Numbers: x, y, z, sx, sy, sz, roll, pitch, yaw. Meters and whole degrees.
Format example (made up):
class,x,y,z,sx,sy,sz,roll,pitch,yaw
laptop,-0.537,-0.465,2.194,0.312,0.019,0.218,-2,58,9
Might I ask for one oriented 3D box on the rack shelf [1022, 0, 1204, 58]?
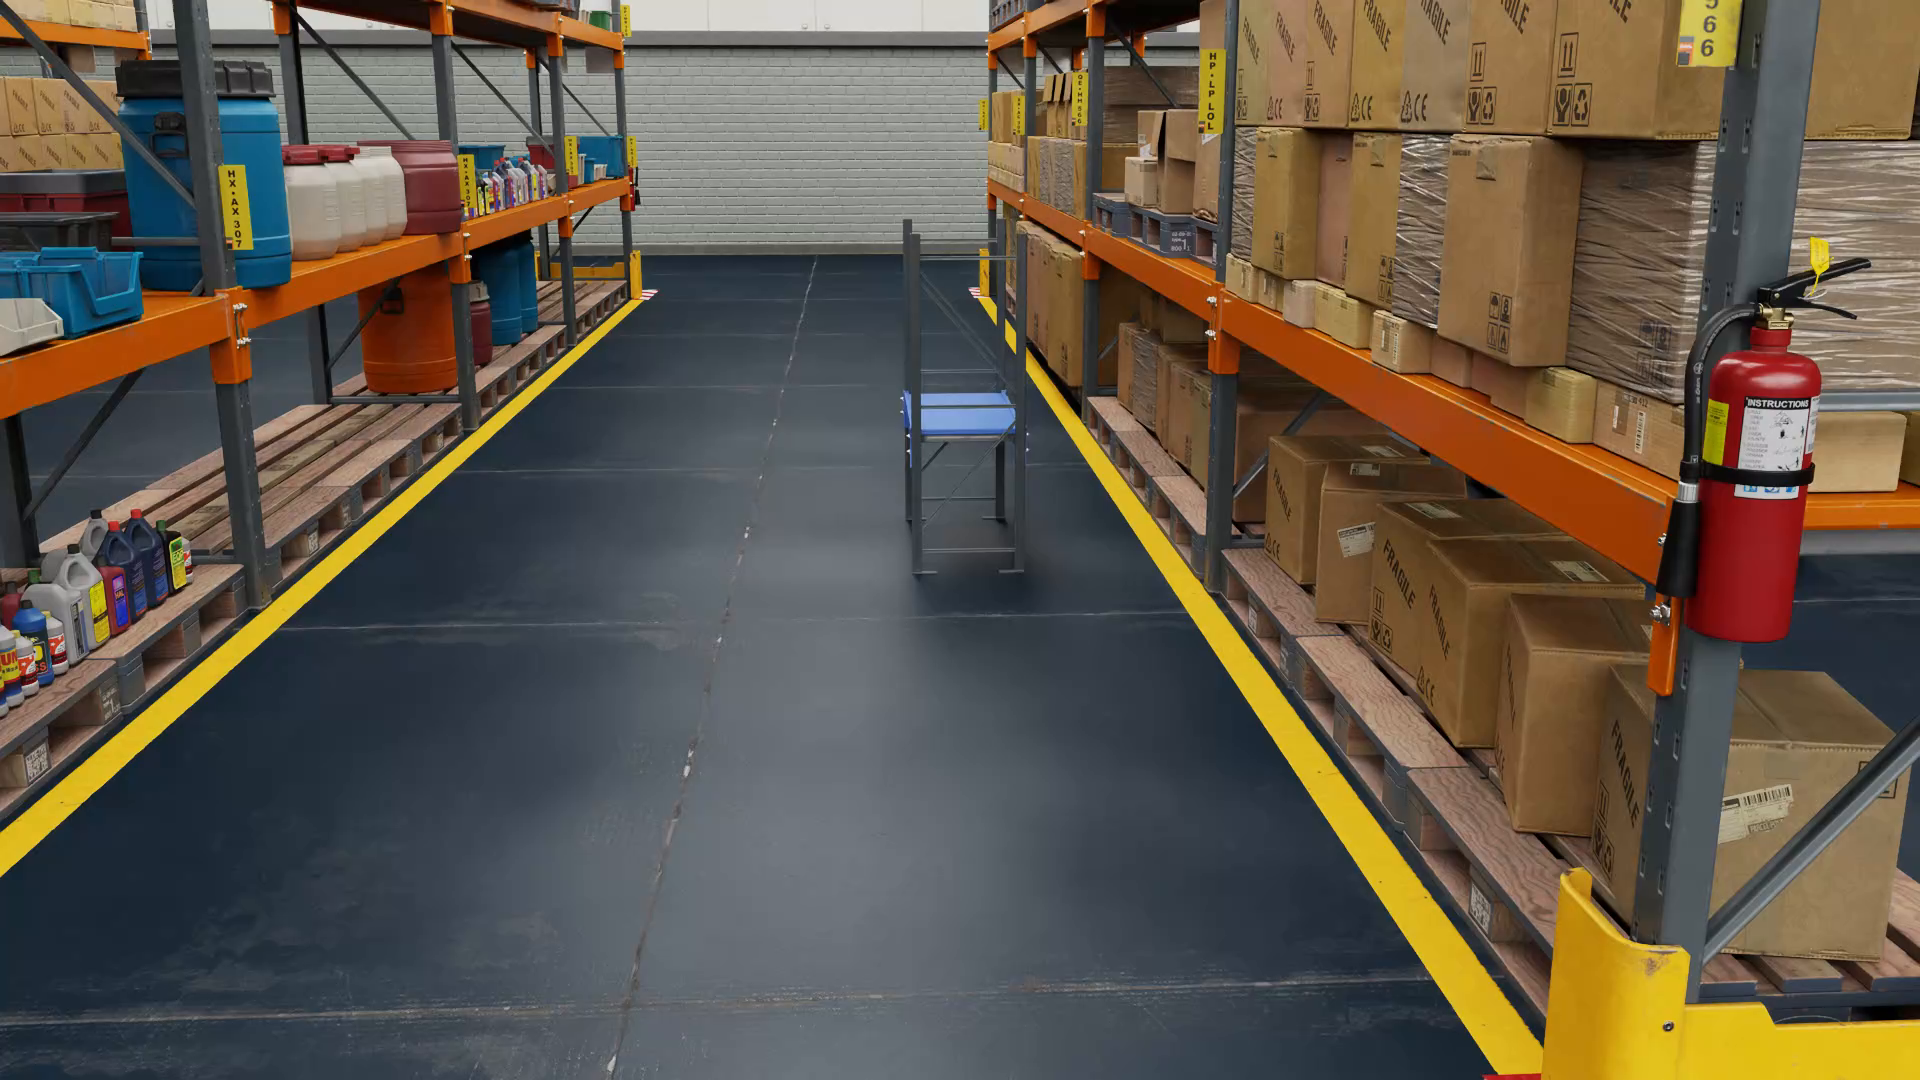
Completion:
class,x,y,z,sx,sy,sz,roll,pitch,yaw
rack shelf,1.188,-3.834,12.333,1.077,0.370,4.000,-1,14,-3

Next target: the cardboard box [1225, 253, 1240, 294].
class,x,y,z,sx,sy,sz,roll,pitch,yaw
cardboard box,1.272,-1.058,6.623,0.380,0.149,0.250,-1,14,-3

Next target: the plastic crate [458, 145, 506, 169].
class,x,y,z,sx,sy,sz,roll,pitch,yaw
plastic crate,-4.249,-3.283,14.679,0.392,0.384,0.575,-1,14,-3

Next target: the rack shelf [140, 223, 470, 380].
class,x,y,z,sx,sy,sz,roll,pitch,yaw
rack shelf,-3.508,-1.310,8.543,1.077,0.370,4.000,-1,14,-3

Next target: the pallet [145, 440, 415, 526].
class,x,y,z,sx,sy,sz,roll,pitch,yaw
pallet,-3.550,-0.310,8.807,1.003,0.211,1.213,-1,14,-3

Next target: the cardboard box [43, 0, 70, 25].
class,x,y,z,sx,sy,sz,roll,pitch,yaw
cardboard box,-8.698,-4.953,15.540,0.500,0.250,0.500,-1,14,-3

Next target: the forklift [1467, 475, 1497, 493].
class,x,y,z,sx,sy,sz,roll,pitch,yaw
forklift,3.386,-1.655,8.575,1.130,2.935,3.031,0,14,0

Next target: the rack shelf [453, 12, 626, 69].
class,x,y,z,sx,sy,sz,roll,pitch,yaw
rack shelf,-4.004,-4.753,15.902,1.077,0.370,4.000,-1,14,-3

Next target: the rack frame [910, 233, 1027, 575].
class,x,y,z,sx,sy,sz,roll,pitch,yaw
rack frame,0.037,-0.579,7.266,0.500,1.500,0.032,-1,14,-3

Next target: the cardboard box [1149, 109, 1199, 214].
class,x,y,z,sx,sy,sz,roll,pitch,yaw
cardboard box,1.360,-1.921,8.423,0.797,0.503,0.637,1,14,2

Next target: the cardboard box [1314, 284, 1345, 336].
class,x,y,z,sx,sy,sz,roll,pitch,yaw
cardboard box,1.374,-0.748,5.416,0.380,0.149,0.250,-1,14,-3

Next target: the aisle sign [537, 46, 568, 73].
class,x,y,z,sx,sy,sz,roll,pitch,yaw
aisle sign,-4.429,-5.418,17.848,0.394,0.787,0.004,-1,14,-3

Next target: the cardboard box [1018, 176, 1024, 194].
class,x,y,z,sx,sy,sz,roll,pitch,yaw
cardboard box,0.718,-3.177,14.857,0.380,0.149,0.250,-1,14,-3

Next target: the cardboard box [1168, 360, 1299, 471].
class,x,y,z,sx,sy,sz,roll,pitch,yaw
cardboard box,1.497,-0.651,8.672,0.700,0.500,0.500,-2,15,-8

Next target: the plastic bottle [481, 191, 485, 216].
class,x,y,z,sx,sy,sz,roll,pitch,yaw
plastic bottle,-3.353,-2.350,11.539,0.097,0.201,0.097,0,14,0

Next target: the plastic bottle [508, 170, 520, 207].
class,x,y,z,sx,sy,sz,roll,pitch,yaw
plastic bottle,-3.456,-2.690,12.712,0.152,0.276,0.135,-1,14,-3

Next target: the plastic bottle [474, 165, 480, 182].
class,x,y,z,sx,sy,sz,roll,pitch,yaw
plastic bottle,-3.571,-2.594,12.187,0.144,0.351,0.185,-1,14,-3

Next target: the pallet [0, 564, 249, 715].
class,x,y,z,sx,sy,sz,roll,pitch,yaw
pallet,-3.384,0.357,6.216,1.003,0.211,1.213,-1,14,-3

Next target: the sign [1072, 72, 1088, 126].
class,x,y,z,sx,sy,sz,roll,pitch,yaw
sign,0.758,-2.784,10.503,0.100,0.325,0.005,-1,14,-3

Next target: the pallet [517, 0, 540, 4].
class,x,y,z,sx,sy,sz,roll,pitch,yaw
pallet,-3.660,-4.037,12.055,1.003,0.211,1.213,-1,14,-3

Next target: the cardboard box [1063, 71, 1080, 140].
class,x,y,z,sx,sy,sz,roll,pitch,yaw
cardboard box,1.197,-3.278,12.532,0.797,0.503,0.637,0,14,-2

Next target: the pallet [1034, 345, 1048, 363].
class,x,y,z,sx,sy,sz,roll,pitch,yaw
pallet,1.187,-1.686,14.157,1.003,0.211,1.213,-1,14,-3

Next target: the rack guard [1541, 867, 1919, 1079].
class,x,y,z,sx,sy,sz,roll,pitch,yaw
rack guard,1.802,0.949,3.336,1.175,0.500,0.348,-1,14,-3

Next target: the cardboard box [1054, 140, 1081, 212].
class,x,y,z,sx,sy,sz,roll,pitch,yaw
cardboard box,0.973,-2.653,12.118,0.500,0.500,0.500,-1,14,-5

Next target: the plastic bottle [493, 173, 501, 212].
class,x,y,z,sx,sy,sz,roll,pitch,yaw
plastic bottle,-3.388,-2.523,12.071,0.097,0.271,0.097,0,14,0

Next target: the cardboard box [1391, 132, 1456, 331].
class,x,y,z,sx,sy,sz,roll,pitch,yaw
cardboard box,1.662,-0.820,4.397,0.875,0.500,0.500,-1,14,-3

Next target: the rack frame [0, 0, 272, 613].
class,x,y,z,sx,sy,sz,roll,pitch,yaw
rack frame,-3.384,-1.161,6.521,1.000,3.000,0.127,-1,14,-3

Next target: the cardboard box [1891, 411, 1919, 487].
class,x,y,z,sx,sy,sz,roll,pitch,yaw
cardboard box,2.027,-0.196,3.272,0.380,0.149,0.250,-1,14,-3

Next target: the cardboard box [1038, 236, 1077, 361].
class,x,y,z,sx,sy,sz,roll,pitch,yaw
cardboard box,1.242,-1.801,12.427,1.225,0.875,0.875,-1,14,-3

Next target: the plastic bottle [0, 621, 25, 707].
class,x,y,z,sx,sy,sz,roll,pitch,yaw
plastic bottle,-2.965,0.376,5.139,0.097,0.271,0.097,0,14,0

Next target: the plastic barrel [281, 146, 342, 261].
class,x,y,z,sx,sy,sz,roll,pitch,yaw
plastic barrel,-3.270,-1.651,8.151,0.433,0.535,0.433,0,14,0

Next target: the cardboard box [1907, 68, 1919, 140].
class,x,y,z,sx,sy,sz,roll,pitch,yaw
cardboard box,2.045,-1.061,3.325,0.500,0.500,0.500,-1,14,-3

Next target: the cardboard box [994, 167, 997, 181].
class,x,y,z,sx,sy,sz,roll,pitch,yaw
cardboard box,0.559,-3.815,17.338,0.380,0.149,0.250,-1,14,-4

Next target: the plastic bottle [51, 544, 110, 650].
class,x,y,z,sx,sy,sz,roll,pitch,yaw
plastic bottle,-3.025,0.192,5.693,0.144,0.351,0.185,-1,14,-4

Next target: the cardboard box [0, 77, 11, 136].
class,x,y,z,sx,sy,sz,roll,pitch,yaw
cardboard box,-8.572,-3.730,14.295,0.500,0.500,0.500,-1,14,-2

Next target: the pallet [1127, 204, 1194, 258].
class,x,y,z,sx,sy,sz,roll,pitch,yaw
pallet,1.475,-1.648,8.797,1.003,0.211,1.213,-1,14,-3

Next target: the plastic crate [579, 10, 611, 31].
class,x,y,z,sx,sy,sz,roll,pitch,yaw
plastic crate,-3.781,-5.255,16.836,0.450,0.188,0.336,-1,14,-3

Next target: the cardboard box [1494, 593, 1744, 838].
class,x,y,z,sx,sy,sz,roll,pitch,yaw
cardboard box,1.714,0.460,4.391,0.500,0.500,0.500,3,15,11

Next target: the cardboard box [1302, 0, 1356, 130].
class,x,y,z,sx,sy,sz,roll,pitch,yaw
cardboard box,1.396,-1.550,5.227,0.500,0.500,0.500,-1,14,-3

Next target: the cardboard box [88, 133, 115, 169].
class,x,y,z,sx,sy,sz,roll,pitch,yaw
cardboard box,-8.711,-3.758,16.413,0.500,0.500,0.500,-1,14,-3

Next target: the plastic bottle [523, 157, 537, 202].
class,x,y,z,sx,sy,sz,roll,pitch,yaw
plastic bottle,-3.496,-2.904,13.391,0.144,0.351,0.185,-1,14,-3

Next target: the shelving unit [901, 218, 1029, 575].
class,x,y,z,sx,sy,sz,roll,pitch,yaw
shelving unit,0.005,-0.705,7.757,0.538,1.500,1.048,-1,14,-3

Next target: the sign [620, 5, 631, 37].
class,x,y,z,sx,sy,sz,roll,pitch,yaw
sign,-3.580,-5.560,17.808,0.100,0.325,0.005,-1,14,-3

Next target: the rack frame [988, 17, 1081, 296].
class,x,y,z,sx,sy,sz,roll,pitch,yaw
rack frame,0.816,-4.222,18.417,1.000,3.000,0.127,-1,14,-3

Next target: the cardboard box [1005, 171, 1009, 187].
class,x,y,z,sx,sy,sz,roll,pitch,yaw
cardboard box,0.638,-3.496,16.099,0.380,0.149,0.250,-1,14,-4

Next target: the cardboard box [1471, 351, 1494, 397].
class,x,y,z,sx,sy,sz,roll,pitch,yaw
cardboard box,1.527,-0.438,4.213,0.380,0.149,0.250,-1,14,-3

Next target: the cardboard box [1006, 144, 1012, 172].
class,x,y,z,sx,sy,sz,roll,pitch,yaw
cardboard box,0.708,-3.660,15.937,0.500,0.250,0.500,-1,14,-2

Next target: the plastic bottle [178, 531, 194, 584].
class,x,y,z,sx,sy,sz,roll,pitch,yaw
plastic bottle,-3.051,0.066,6.482,0.097,0.201,0.097,0,14,0

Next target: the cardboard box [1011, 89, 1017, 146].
class,x,y,z,sx,sy,sz,roll,pitch,yaw
cardboard box,0.741,-3.897,15.352,0.500,0.500,0.500,-1,14,-3

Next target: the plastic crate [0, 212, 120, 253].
class,x,y,z,sx,sy,sz,roll,pitch,yaw
plastic crate,-3.479,-0.999,6.015,0.767,0.338,0.504,-1,14,-3

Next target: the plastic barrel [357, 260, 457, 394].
class,x,y,z,sx,sy,sz,roll,pitch,yaw
plastic barrel,-3.679,-1.430,11.077,0.600,0.830,0.708,-1,14,-3

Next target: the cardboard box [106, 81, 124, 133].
class,x,y,z,sx,sy,sz,roll,pitch,yaw
cardboard box,-8.738,-4.371,16.787,0.500,0.500,0.500,0,14,-2

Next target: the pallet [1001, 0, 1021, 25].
class,x,y,z,sx,sy,sz,roll,pitch,yaw
pallet,0.951,-5.144,16.156,1.003,0.211,1.213,-1,14,-3

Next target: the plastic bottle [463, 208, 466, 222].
class,x,y,z,sx,sy,sz,roll,pitch,yaw
plastic bottle,-3.316,-2.236,10.954,0.097,0.271,0.097,0,14,0

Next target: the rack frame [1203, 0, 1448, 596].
class,x,y,z,sx,sy,sz,roll,pitch,yaw
rack frame,1.559,-1.238,6.818,1.000,3.000,0.127,-1,14,-3
